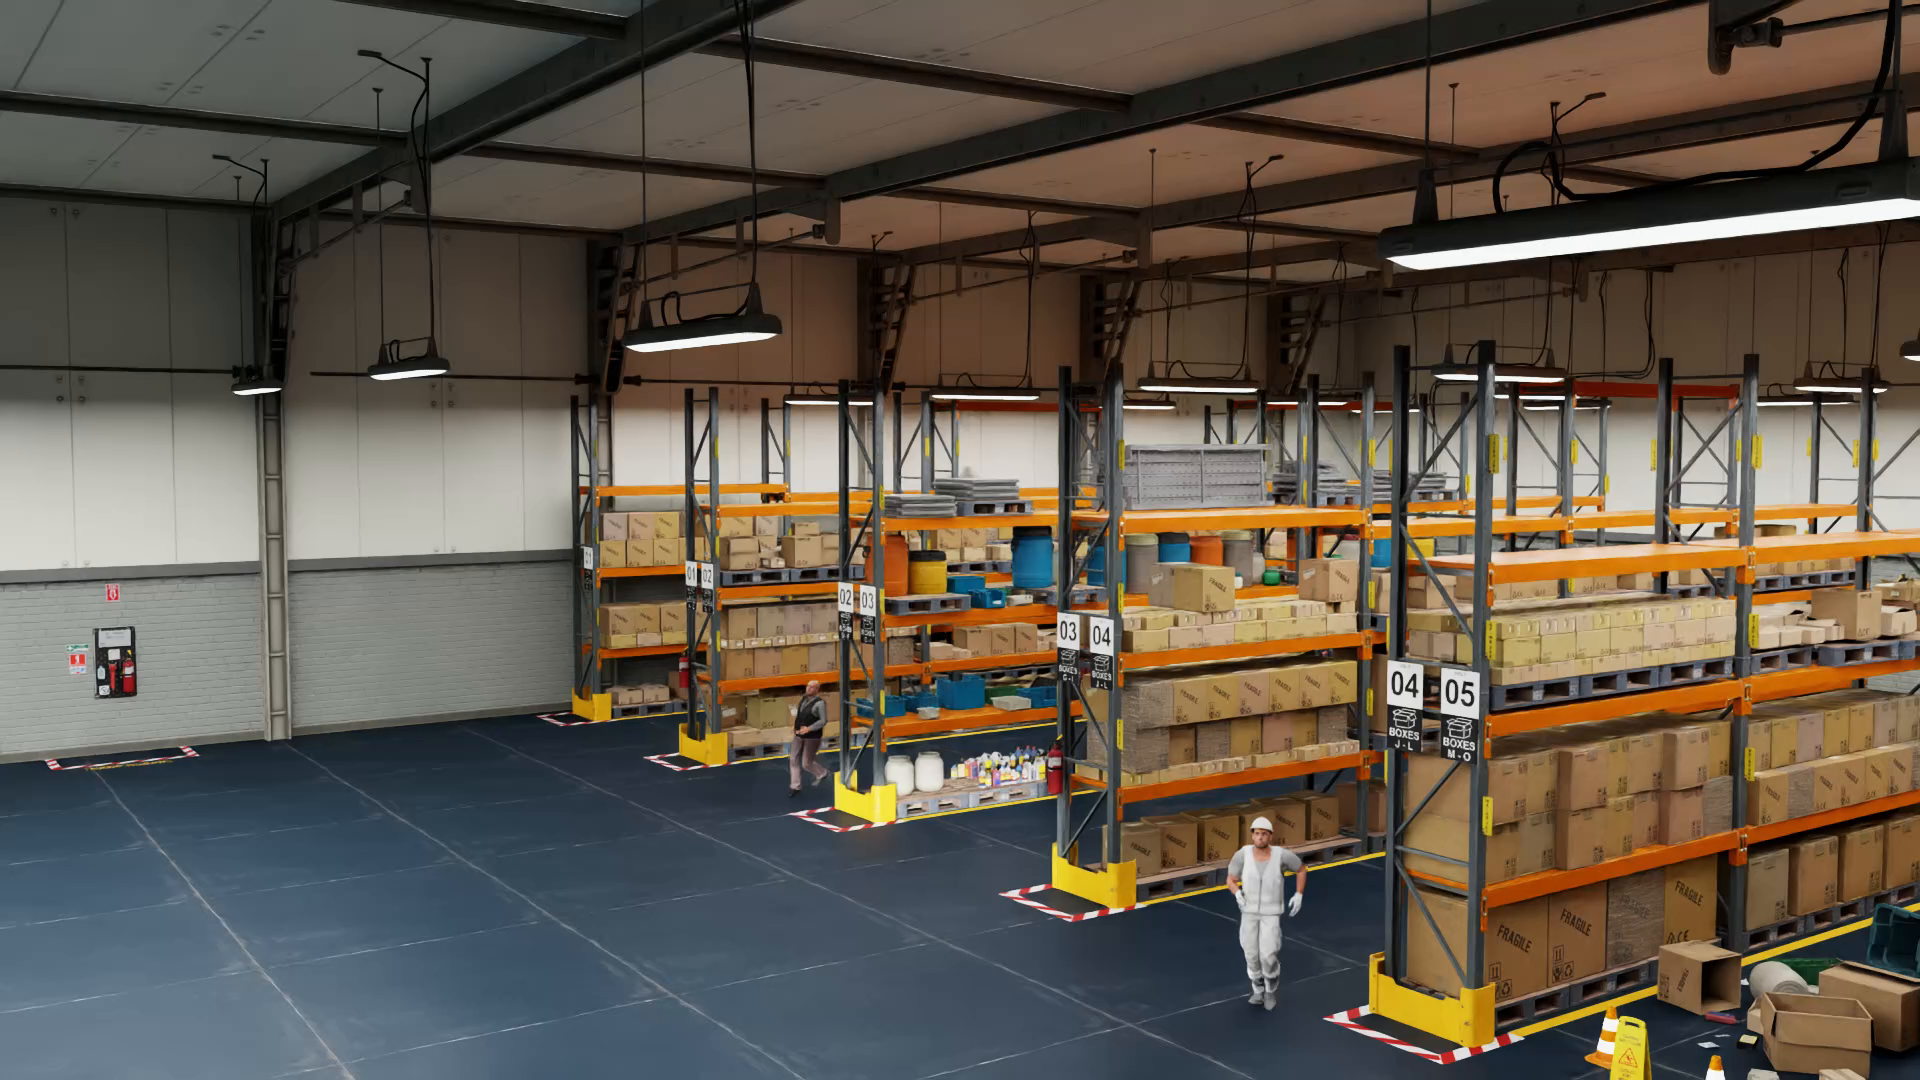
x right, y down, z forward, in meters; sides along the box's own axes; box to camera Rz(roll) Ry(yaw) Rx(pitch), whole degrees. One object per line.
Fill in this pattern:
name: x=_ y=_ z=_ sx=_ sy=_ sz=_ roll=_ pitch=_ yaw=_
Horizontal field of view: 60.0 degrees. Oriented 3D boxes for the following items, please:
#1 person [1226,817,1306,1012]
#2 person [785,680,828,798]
person: x=2.733 y=3.384 z=14.969 sx=0.692 sy=1.783 sz=0.679 roll=1 pitch=4 yaw=20
person: x=-2.152 y=2.877 z=24.168 sx=0.681 sy=1.718 sz=0.779 roll=3 pitch=5 yaw=40
